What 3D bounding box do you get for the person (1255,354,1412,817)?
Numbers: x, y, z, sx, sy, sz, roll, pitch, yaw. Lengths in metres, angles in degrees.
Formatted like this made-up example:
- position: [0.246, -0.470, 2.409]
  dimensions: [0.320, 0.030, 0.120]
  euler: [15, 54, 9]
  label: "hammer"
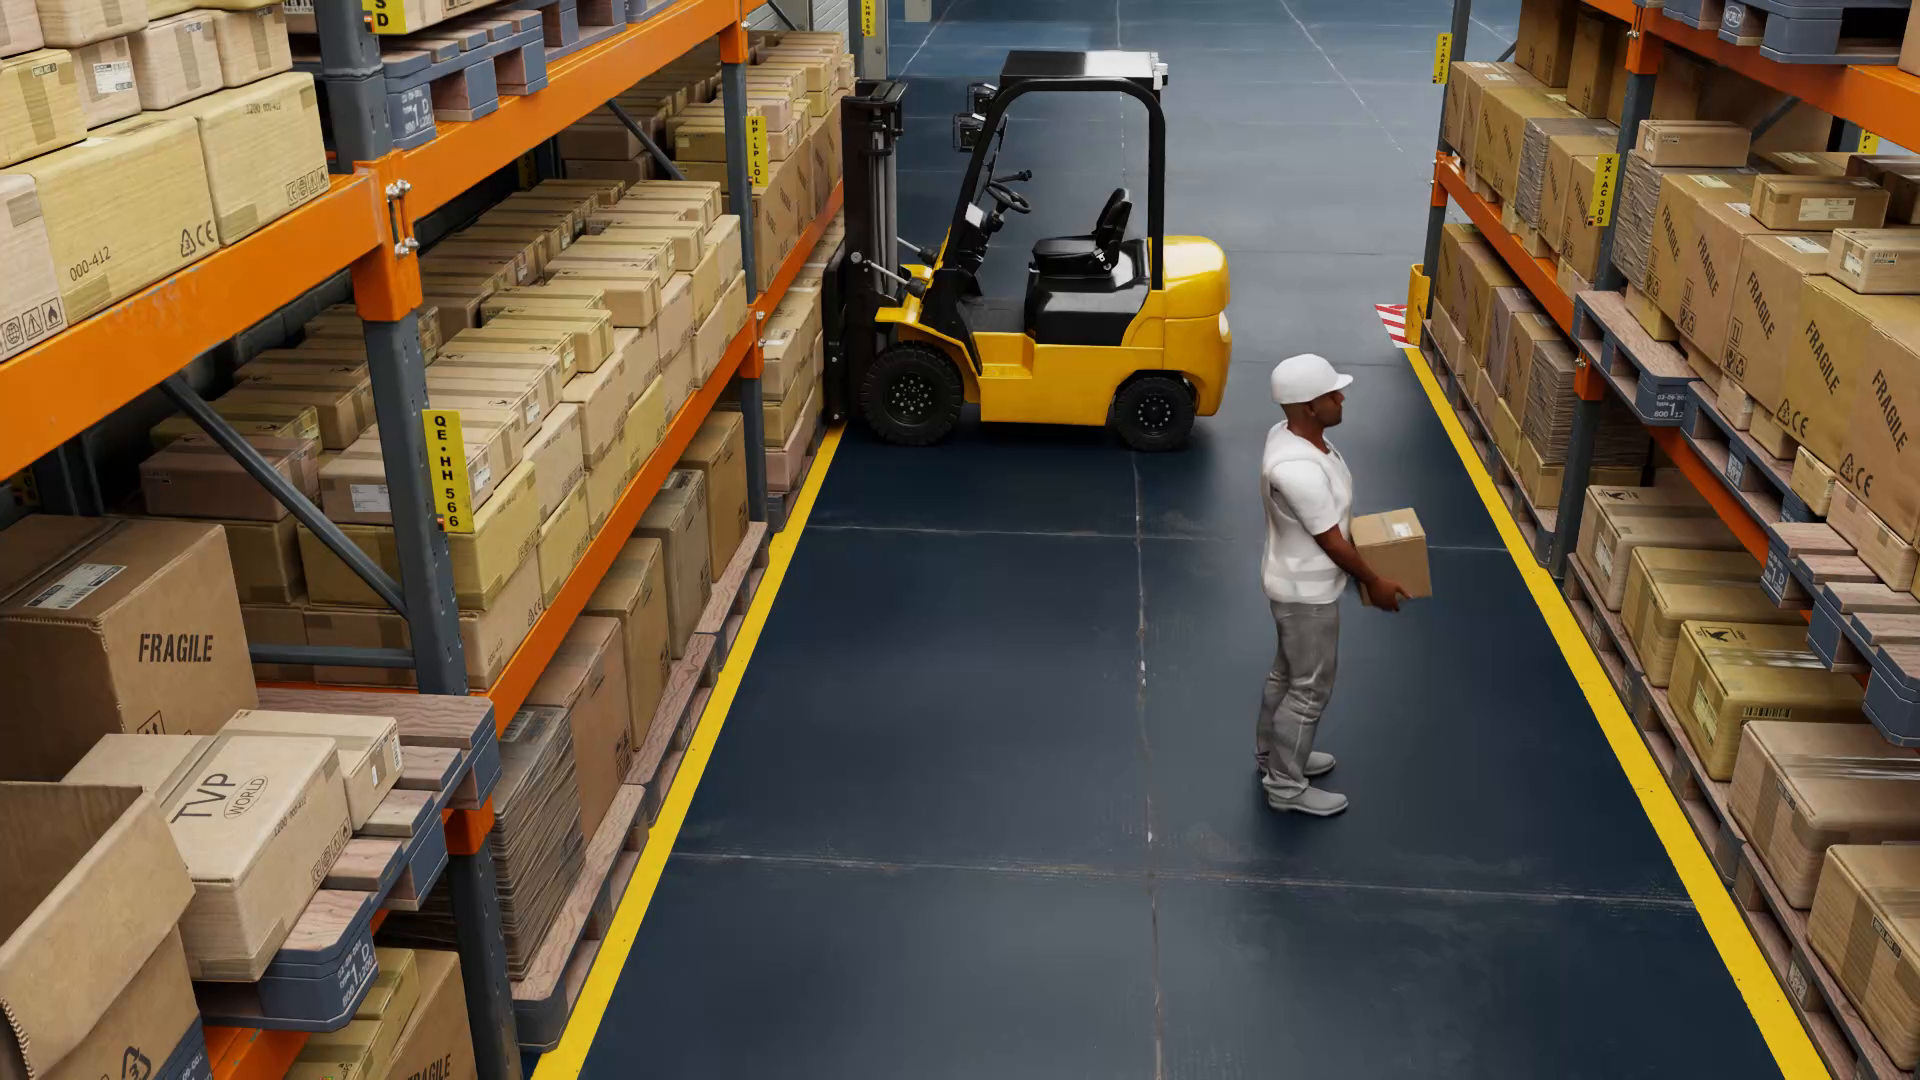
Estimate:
- position: [1.378, 0.169, 6.200]
  dimensions: [0.571, 1.770, 0.516]
  euler: [4, 25, 9]
  label: "person"
